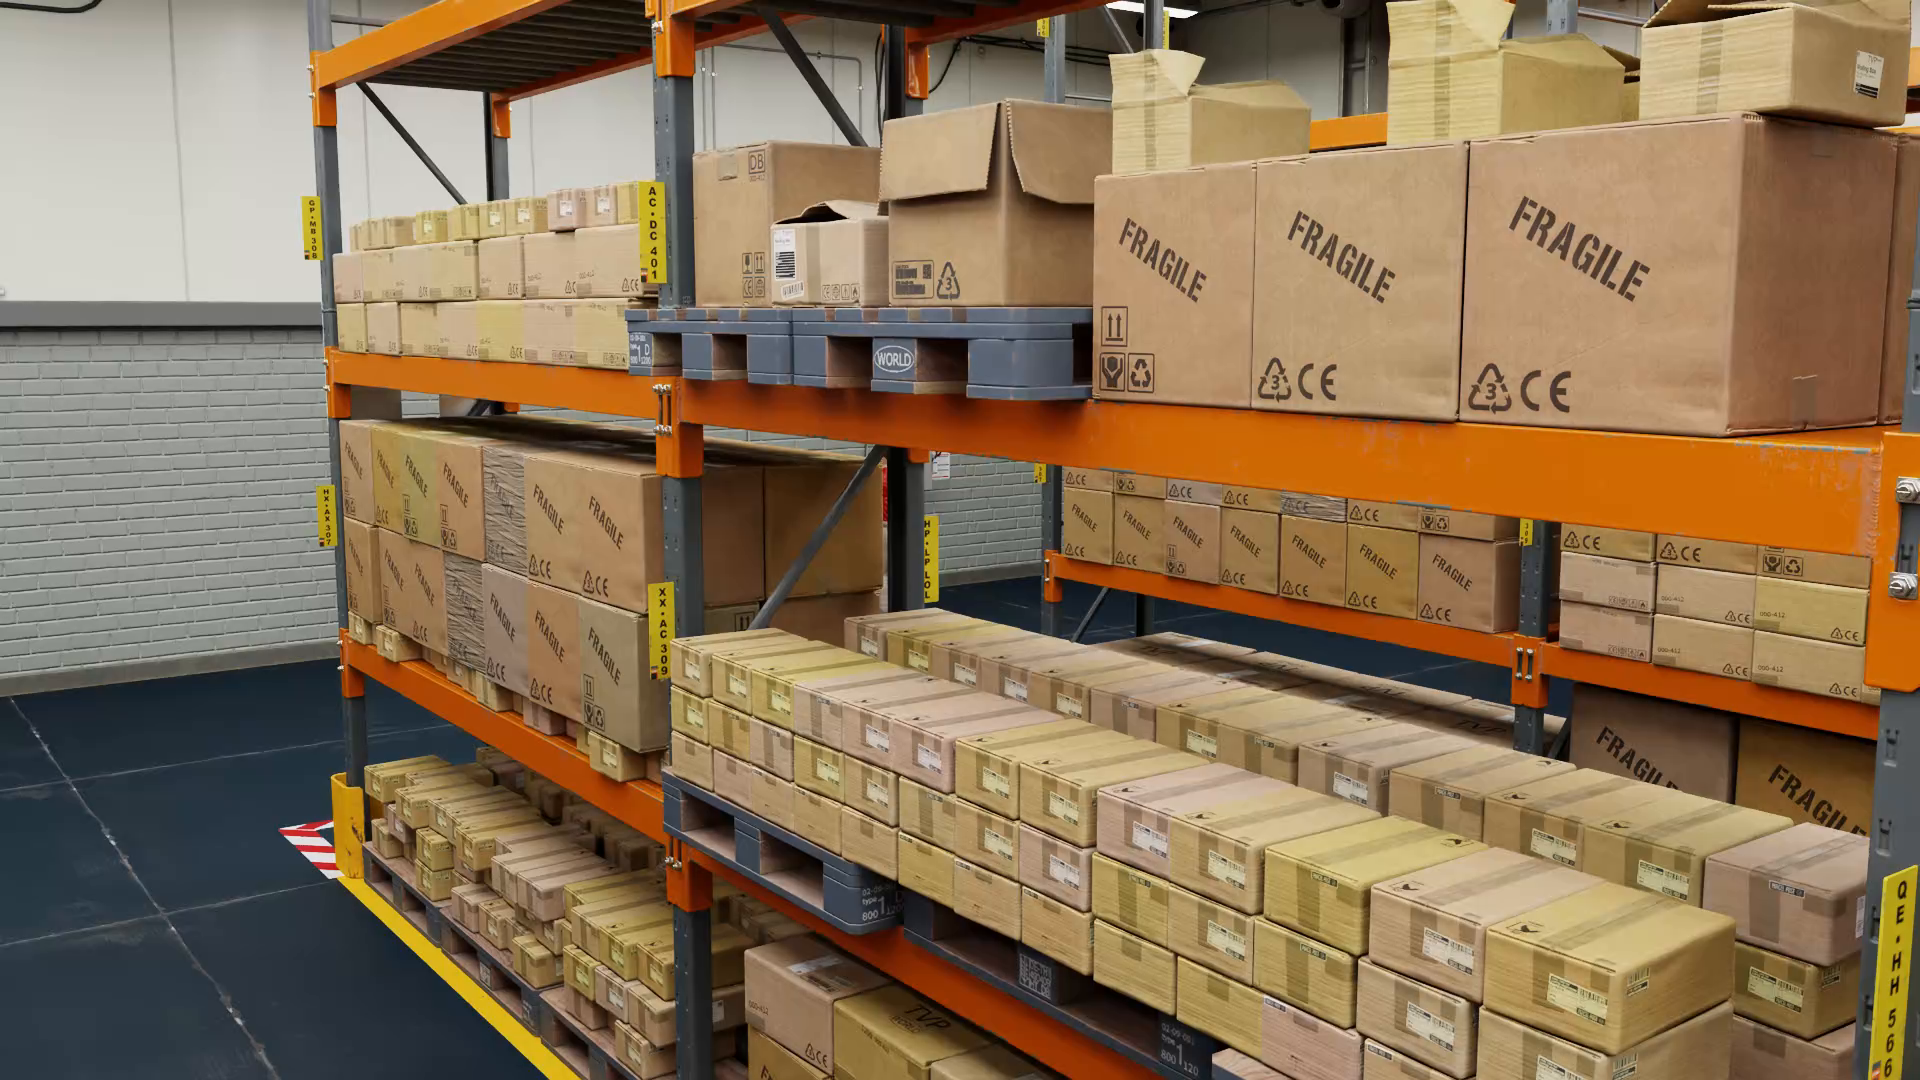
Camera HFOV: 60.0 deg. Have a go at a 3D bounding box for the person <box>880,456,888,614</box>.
[{"bbox_3d":[-0.681,-0.040,16.149,0.605,1.726,0.393,-6,10,-39],"label":"person"}]
